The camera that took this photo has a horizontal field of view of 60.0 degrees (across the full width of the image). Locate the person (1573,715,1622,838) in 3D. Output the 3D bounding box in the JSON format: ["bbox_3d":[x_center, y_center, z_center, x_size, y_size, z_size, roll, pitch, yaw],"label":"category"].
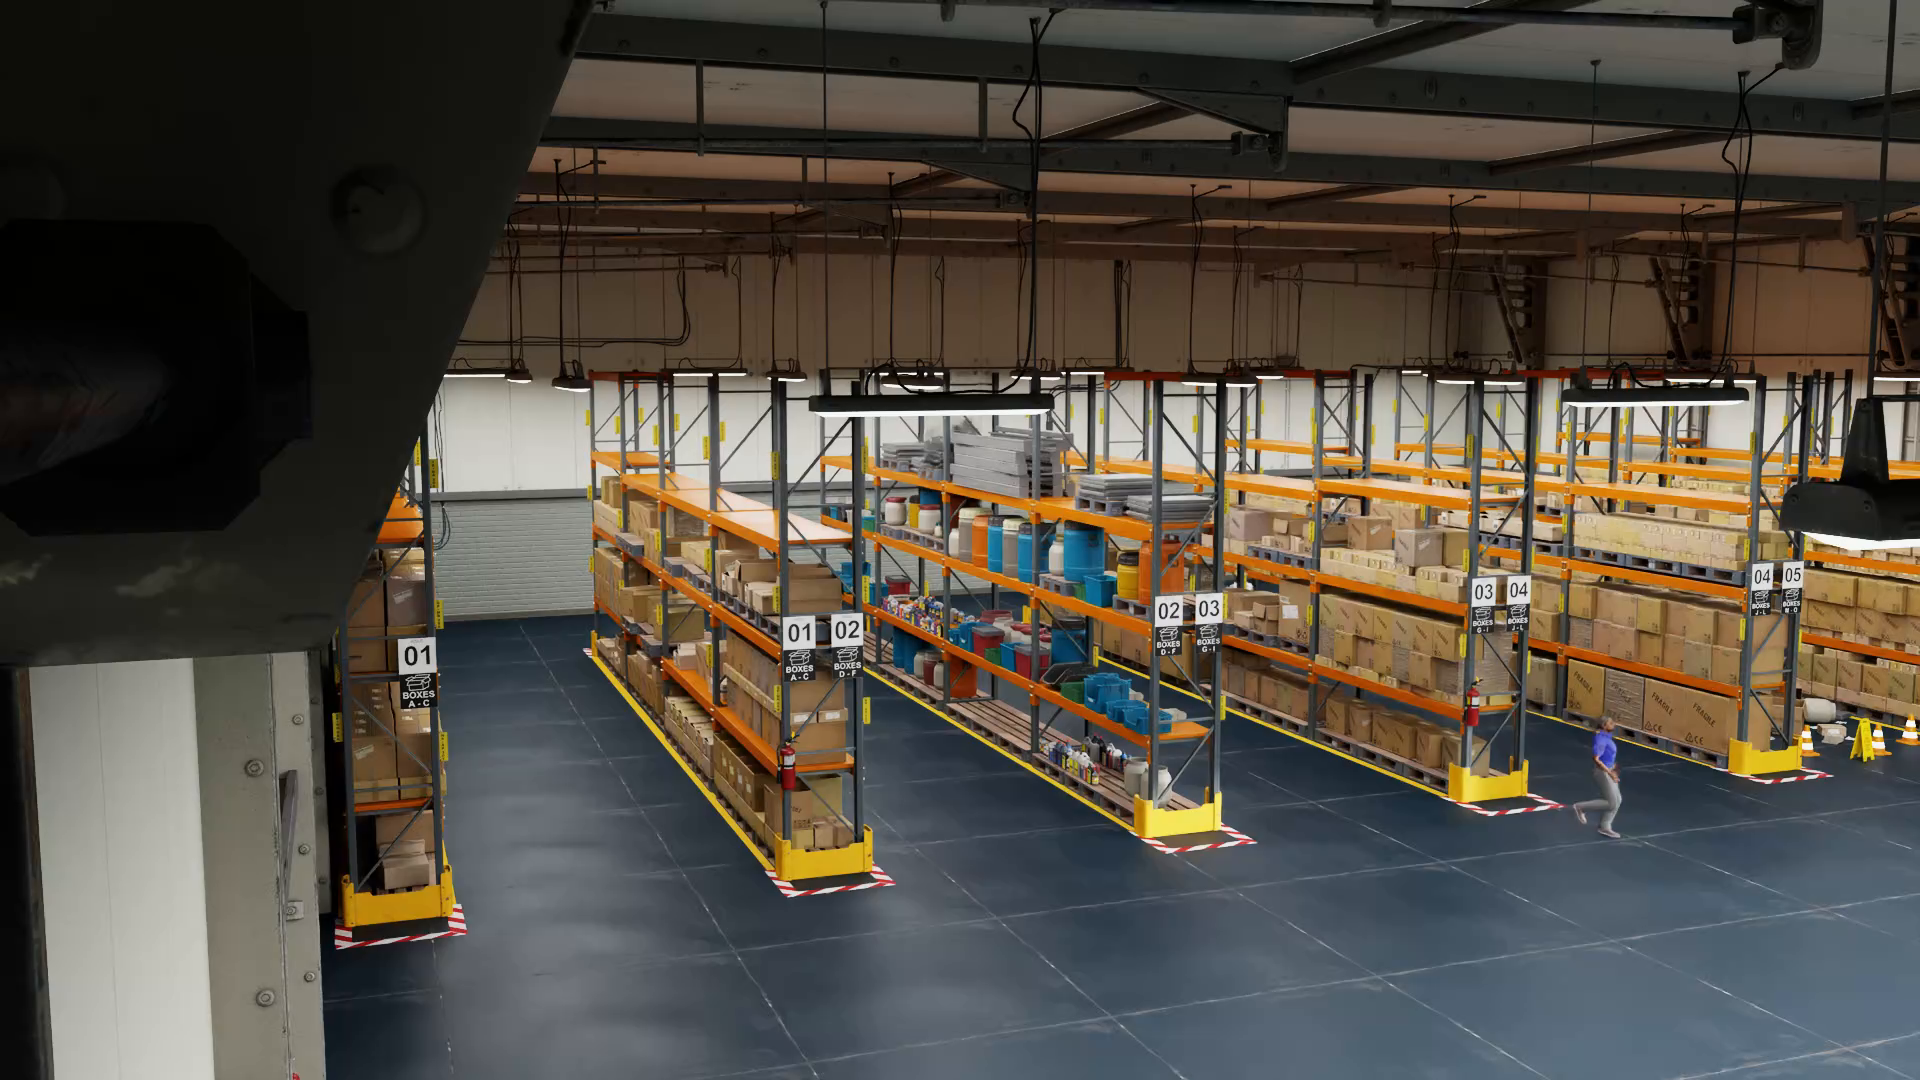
[{"bbox_3d":[8.429,3.101,21.936,0.605,1.627,0.587,3,7,22],"label":"person"}]

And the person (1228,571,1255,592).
[{"bbox_3d":[5.945,1.532,35.131,0.689,1.785,0.926,-2,7,-20],"label":"person"}]
